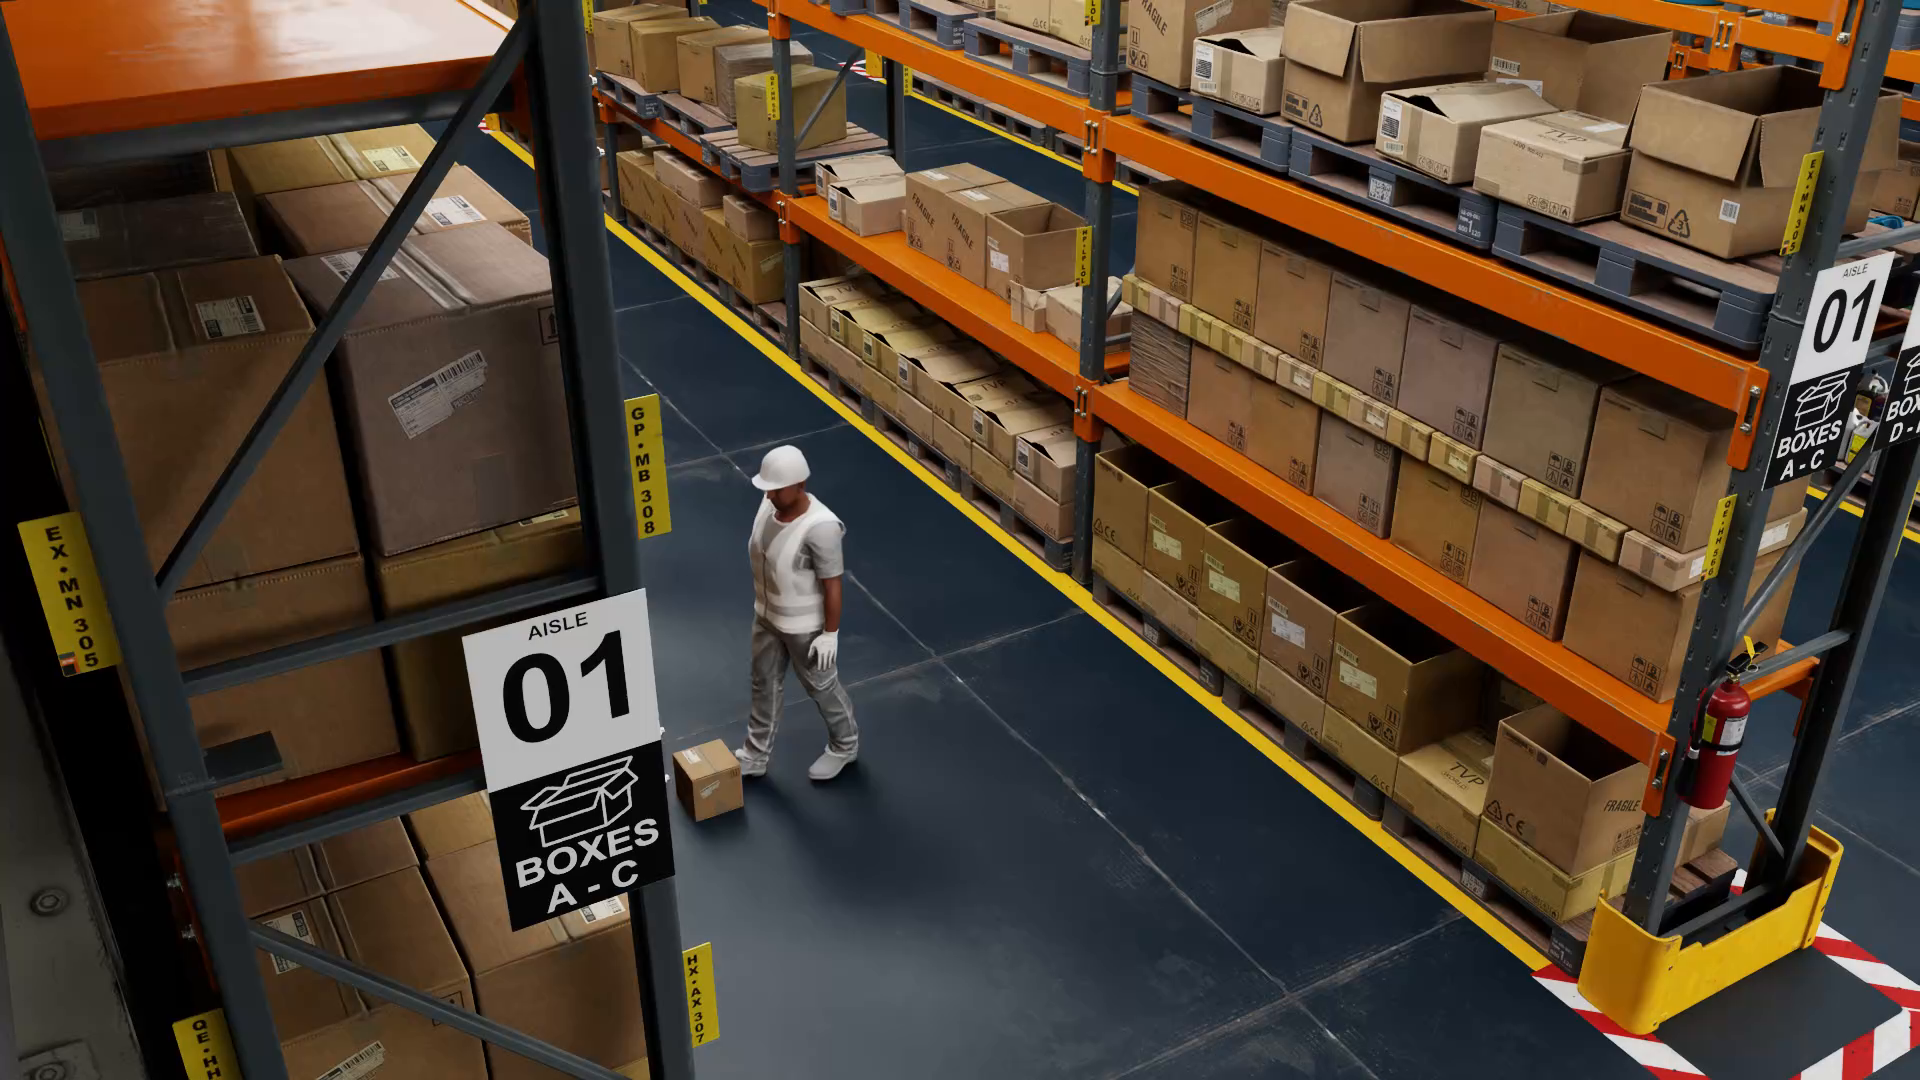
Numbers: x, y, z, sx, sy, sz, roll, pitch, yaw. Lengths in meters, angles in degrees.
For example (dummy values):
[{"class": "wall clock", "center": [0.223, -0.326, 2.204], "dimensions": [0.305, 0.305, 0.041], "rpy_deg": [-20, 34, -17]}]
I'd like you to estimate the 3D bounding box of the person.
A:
[{"class": "person", "center": [-0.858, 0.389, 7.828], "dimensions": [0.712, 1.778, 0.592], "rpy_deg": [-20, 35, -32]}]
